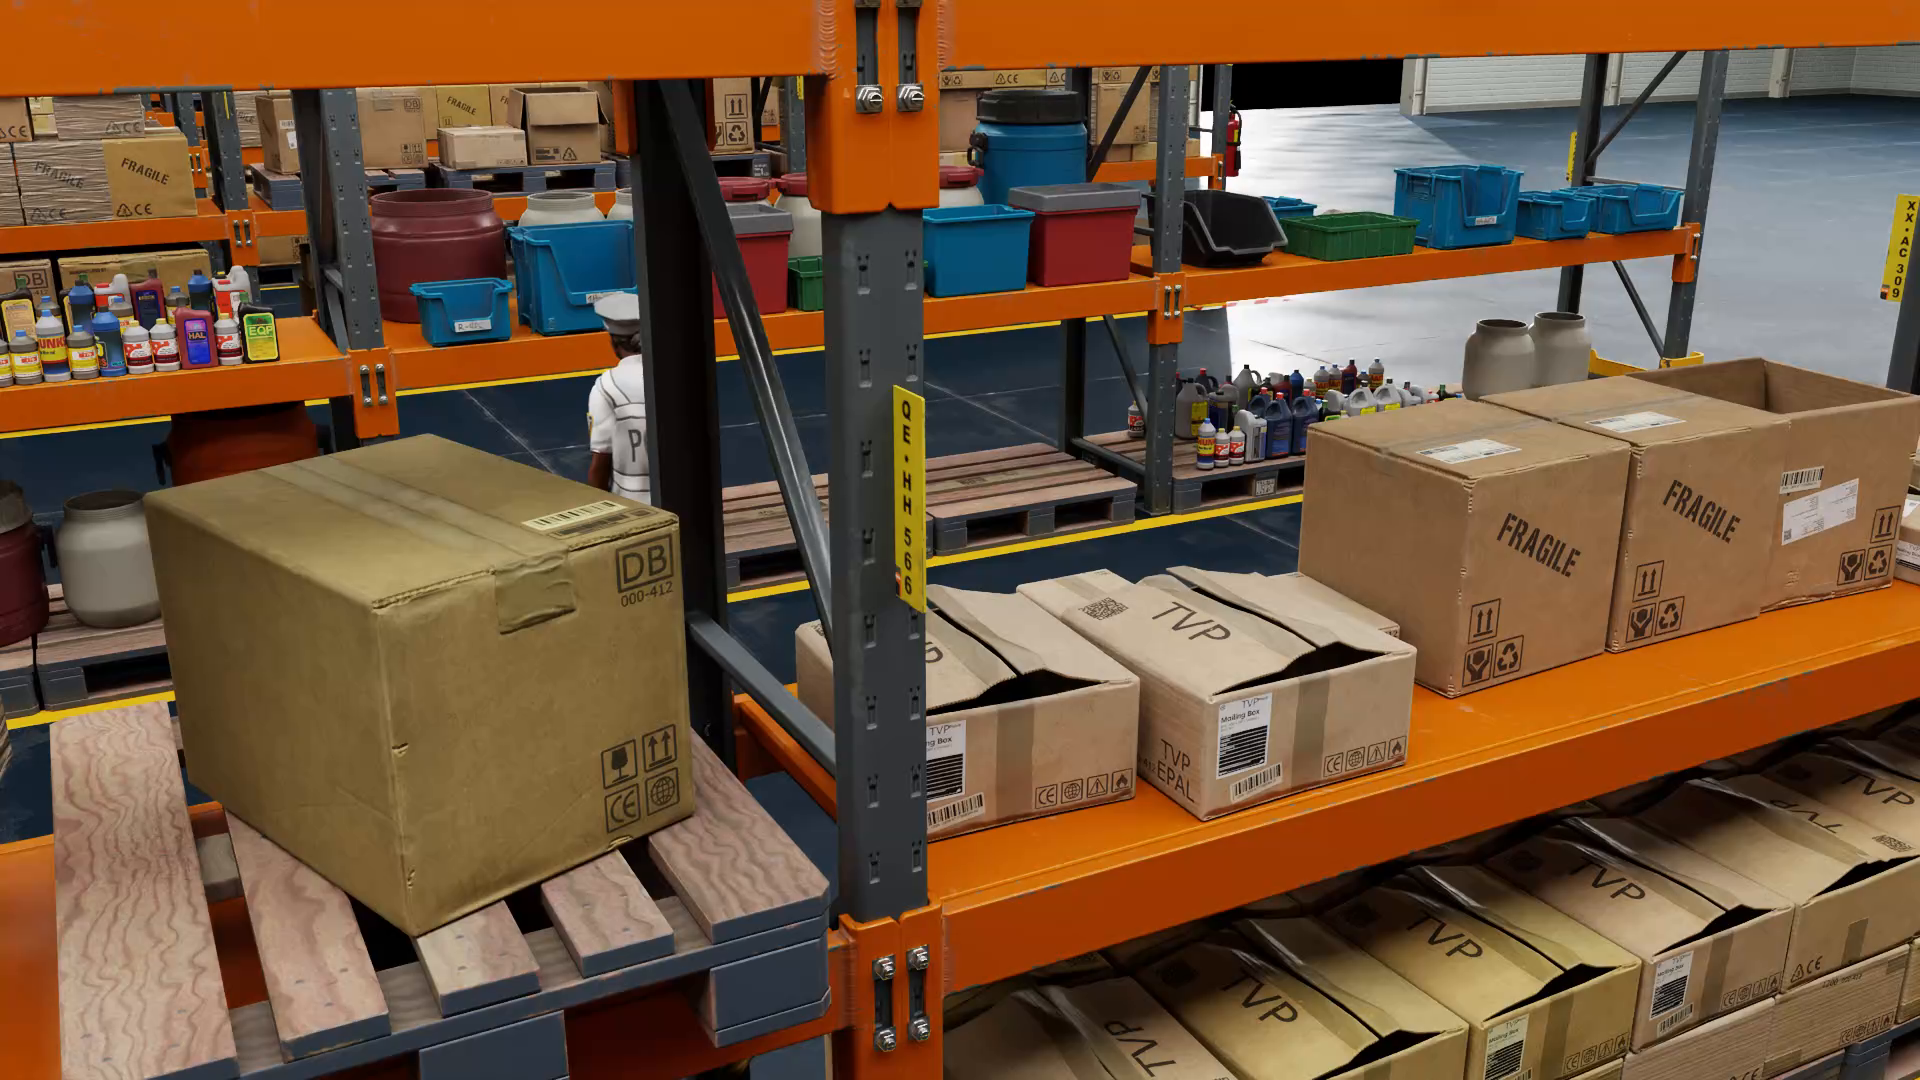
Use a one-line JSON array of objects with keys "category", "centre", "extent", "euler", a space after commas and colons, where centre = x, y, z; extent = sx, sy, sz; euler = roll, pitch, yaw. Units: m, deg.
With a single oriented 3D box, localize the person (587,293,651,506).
[{"category": "person", "centre": [-1.164, -0.094, 6.336], "extent": [0.526, 1.661, 0.418], "euler": [-11, 21, -29]}]
